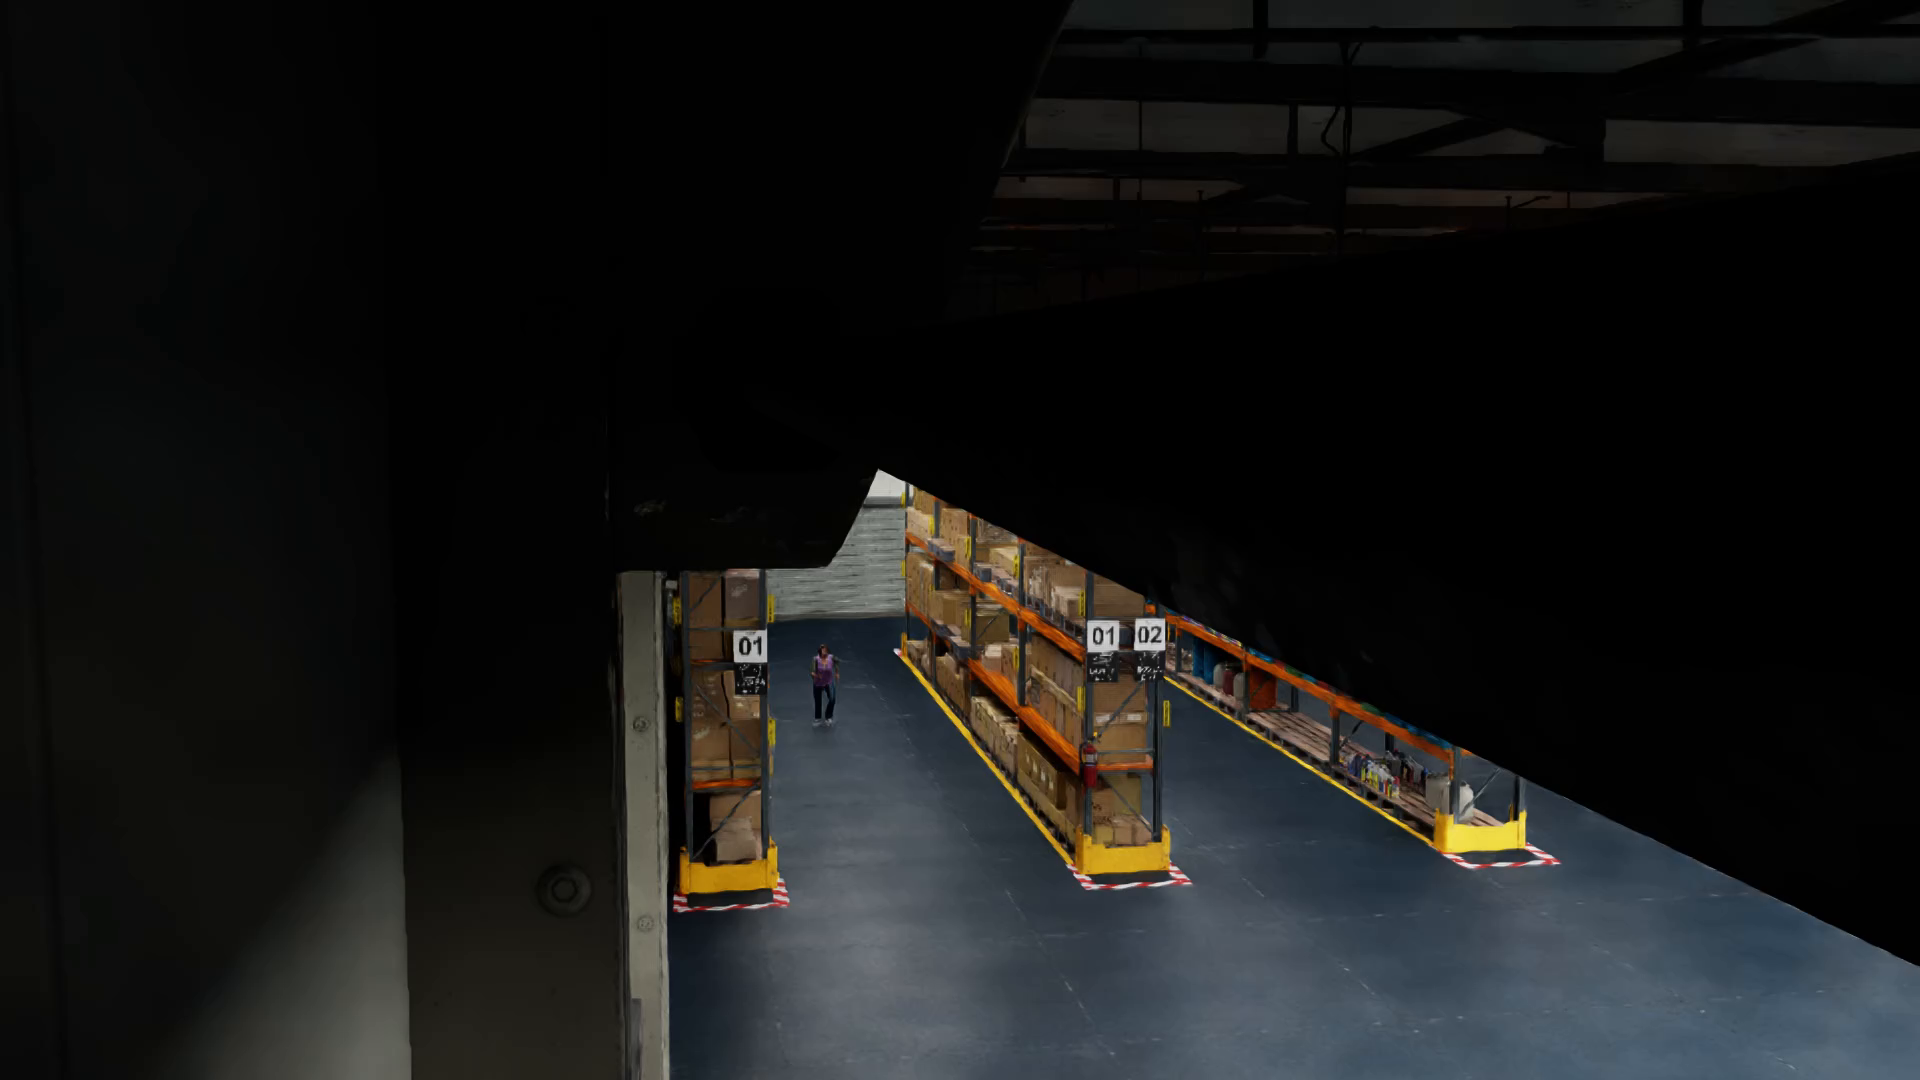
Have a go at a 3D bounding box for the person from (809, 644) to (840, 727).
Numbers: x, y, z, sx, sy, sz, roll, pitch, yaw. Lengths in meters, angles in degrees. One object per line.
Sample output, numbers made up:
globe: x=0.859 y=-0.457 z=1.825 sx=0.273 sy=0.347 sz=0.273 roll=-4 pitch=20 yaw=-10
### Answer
person: x=-2.381 y=2.544 z=29.243 sx=0.538 sy=1.511 sz=0.851 roll=0 pitch=6 yaw=-4

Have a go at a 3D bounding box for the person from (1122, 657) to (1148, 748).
person: x=2.944 y=2.549 z=27.763 sx=0.587 sy=1.781 sz=0.748 roll=-4 pitch=7 yaw=-33
